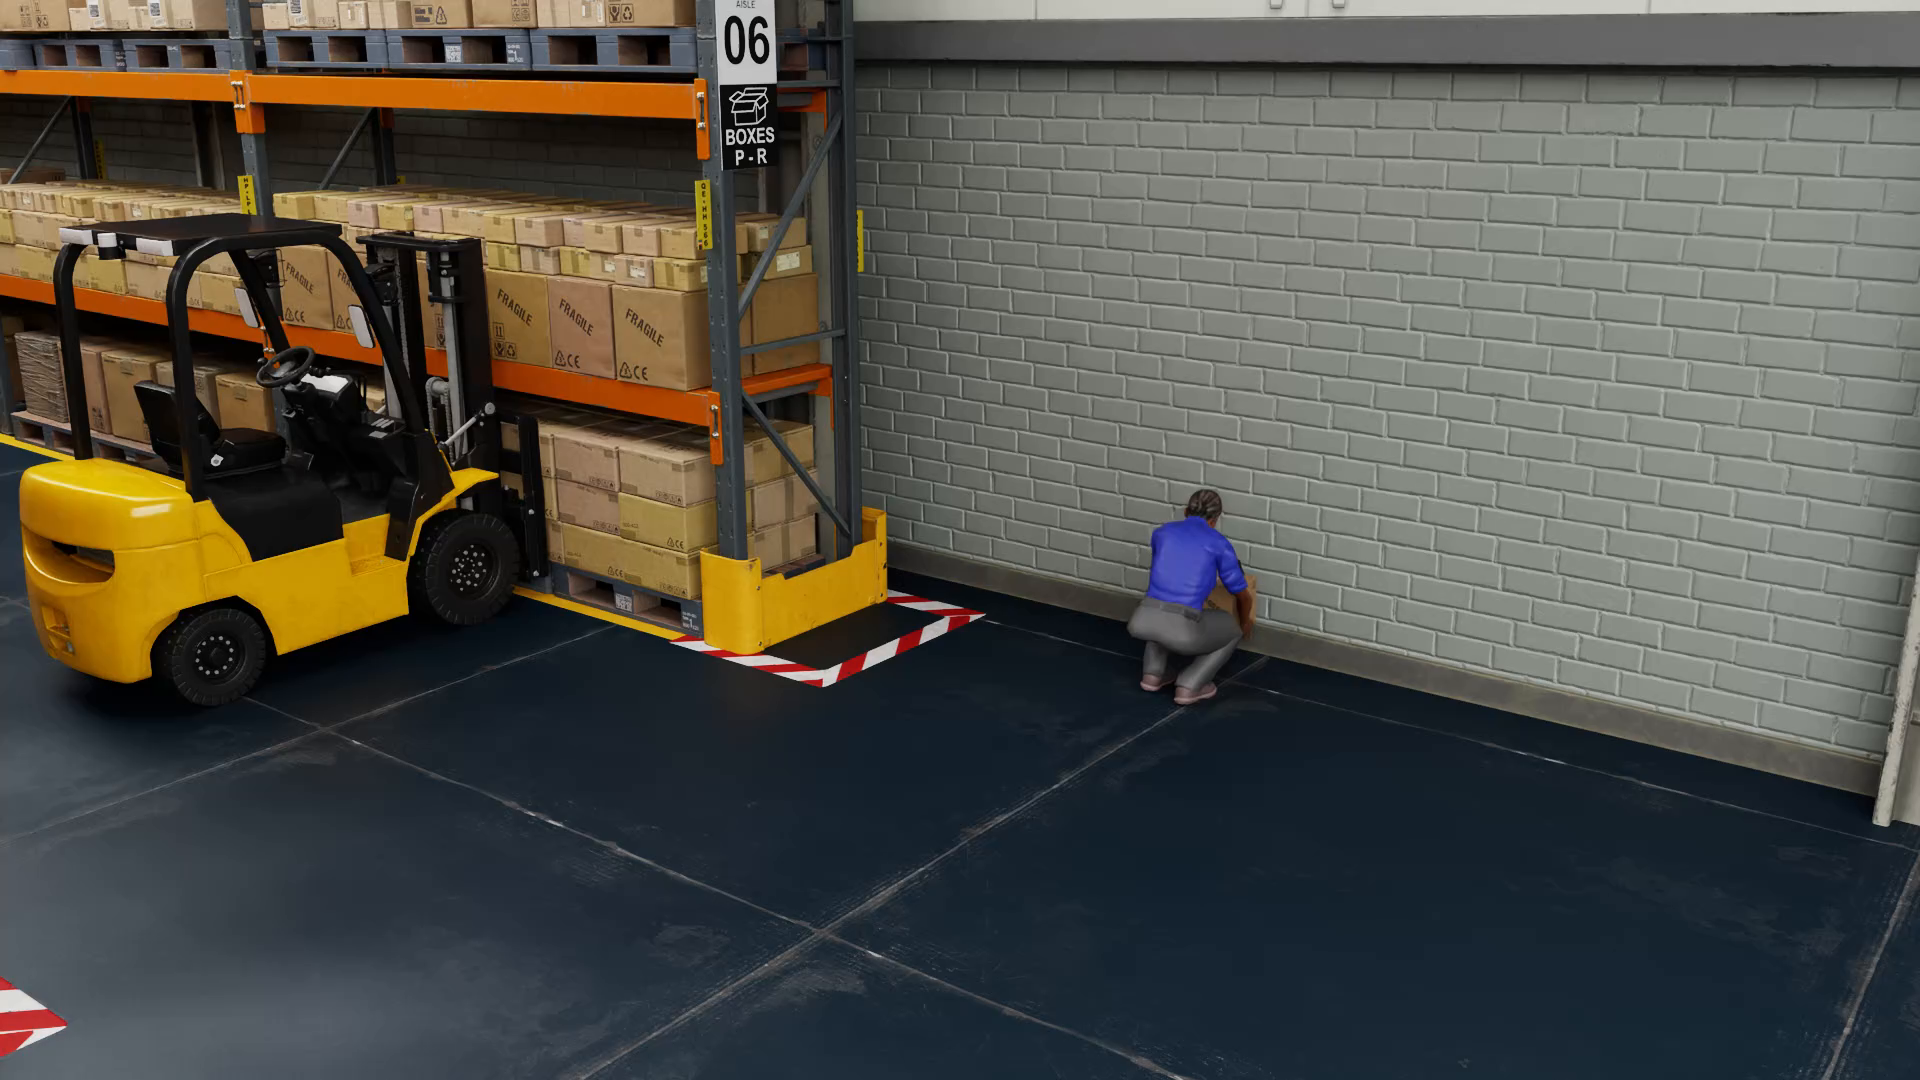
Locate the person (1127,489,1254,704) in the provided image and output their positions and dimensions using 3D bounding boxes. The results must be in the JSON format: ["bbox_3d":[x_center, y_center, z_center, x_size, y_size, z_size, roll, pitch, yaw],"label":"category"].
[{"bbox_3d":[1.119,0.258,7.982,0.479,0.933,0.827,12,20,34],"label":"person"}]
